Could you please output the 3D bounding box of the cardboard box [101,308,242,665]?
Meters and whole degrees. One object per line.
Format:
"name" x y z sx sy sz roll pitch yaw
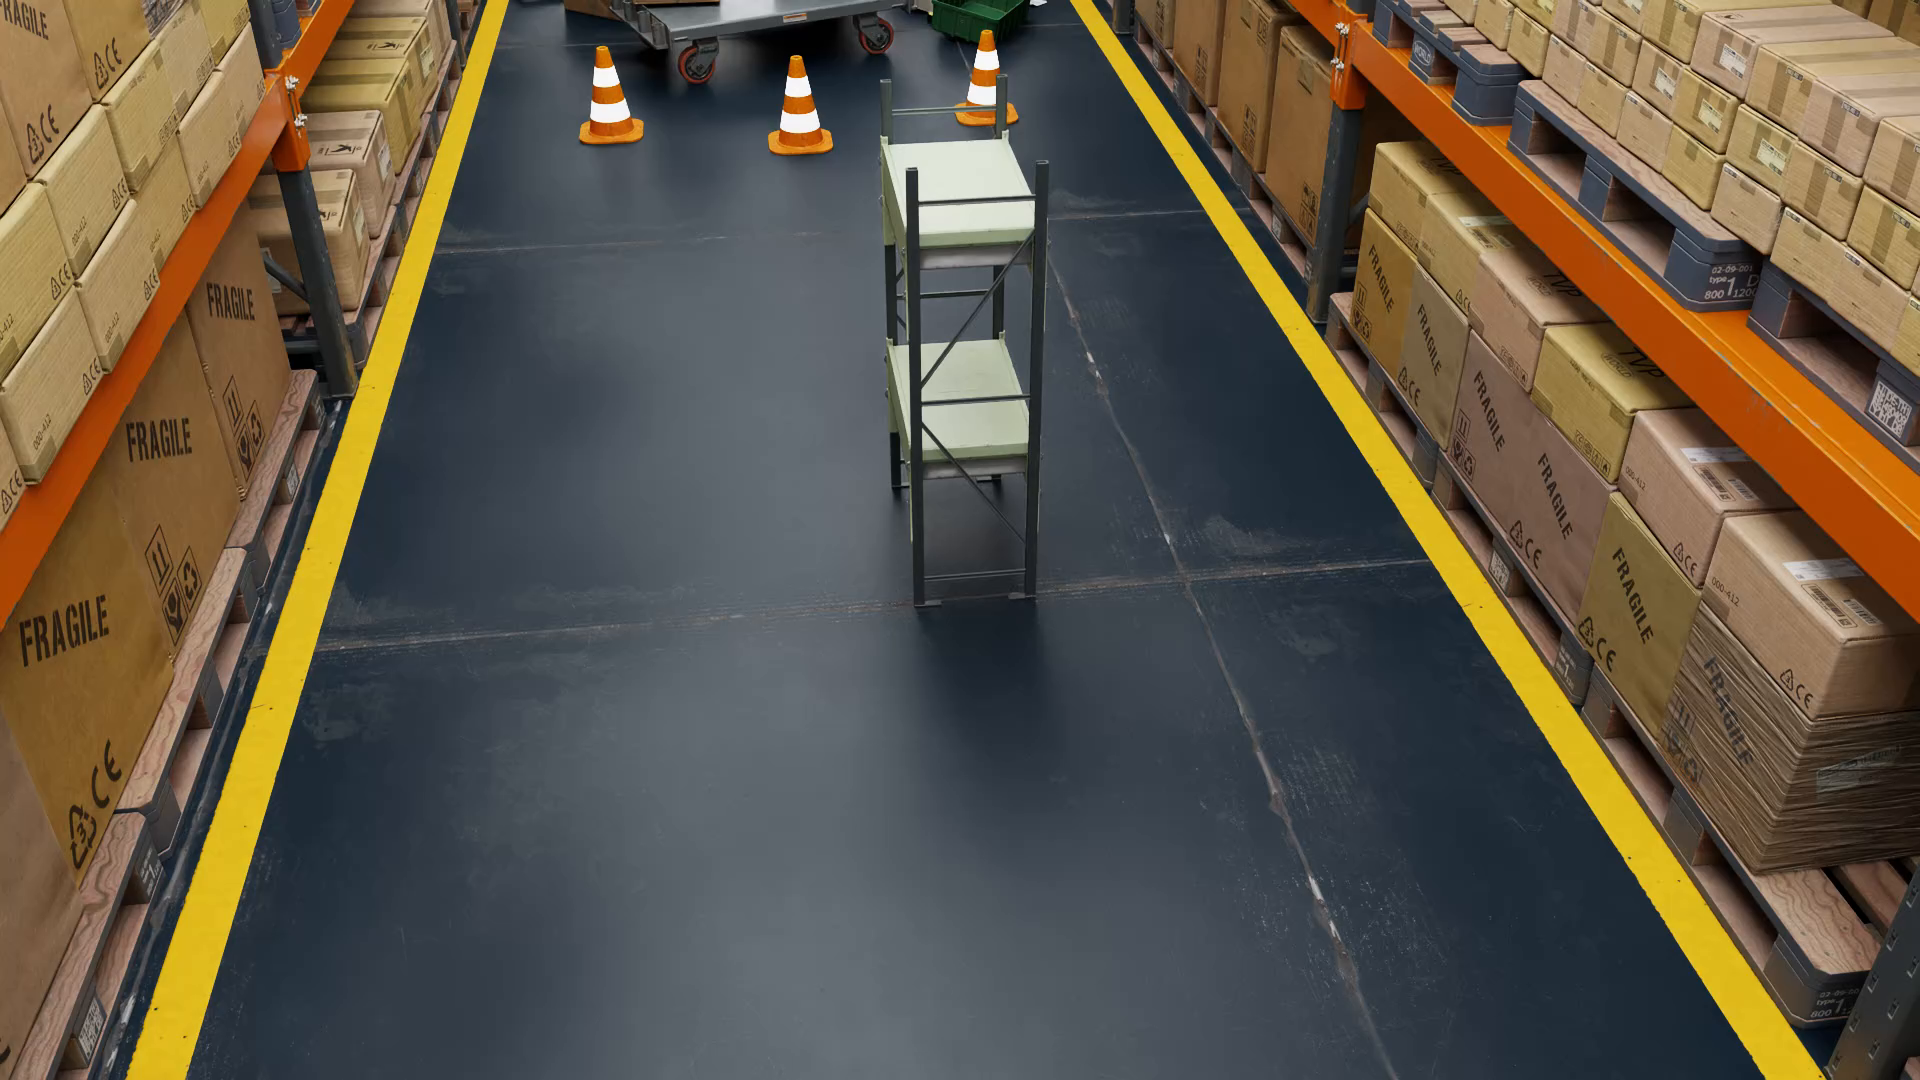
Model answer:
"cardboard box" -2.769 -0.199 4.892 0.875 0.875 0.875 -4 34 -6

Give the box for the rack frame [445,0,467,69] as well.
"rack frame" -3.433 -4.025 8.993 1.000 3.000 0.127 -4 35 -6

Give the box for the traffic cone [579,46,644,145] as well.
"traffic cone" -1.879 -2.391 8.847 0.336 0.463 0.334 -4 35 -6

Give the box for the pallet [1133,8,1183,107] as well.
"pallet" 1.637 -2.879 9.787 1.003 0.211 1.213 -4 35 -6

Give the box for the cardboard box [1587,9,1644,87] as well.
"cardboard box" 2.037 -1.413 4.746 0.380 0.149 0.250 -5 35 -7

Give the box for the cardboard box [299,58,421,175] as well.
"cardboard box" -3.165 -2.031 8.028 0.950 0.372 0.625 -3 34 -5

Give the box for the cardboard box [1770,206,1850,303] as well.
"cardboard box" 2.184 -0.692 3.953 0.380 0.149 0.250 -6 35 -9

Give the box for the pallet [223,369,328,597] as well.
"pallet" -2.864 -0.195 5.848 1.003 0.211 1.213 -4 35 -6

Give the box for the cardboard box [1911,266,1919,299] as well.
"cardboard box" 2.248 -0.539 3.463 0.380 0.149 0.250 -4 34 -6

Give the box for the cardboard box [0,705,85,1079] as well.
"cardboard box" -2.520 0.804 3.421 0.875 0.875 0.875 -3 34 -5

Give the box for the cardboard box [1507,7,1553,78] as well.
"cardboard box" 1.967 -1.578 5.252 0.380 0.149 0.250 -3 34 -4

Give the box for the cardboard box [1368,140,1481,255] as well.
"cardboard box" 1.849 -1.271 6.133 0.500 0.250 0.500 -6 35 -9

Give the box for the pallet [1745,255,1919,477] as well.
"pallet" 2.576 -0.350 3.771 1.003 0.211 1.213 -4 35 -6

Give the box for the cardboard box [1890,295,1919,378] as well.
"cardboard box" 2.249 -0.413 3.543 0.380 0.149 0.250 -4 34 -6

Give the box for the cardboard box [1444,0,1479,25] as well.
"cardboard box" 1.892 -1.879 5.694 0.380 0.149 0.250 -3 34 -4

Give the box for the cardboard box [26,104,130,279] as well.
"cardboard box" -2.346 -0.827 3.989 0.500 0.250 0.500 -5 35 -8

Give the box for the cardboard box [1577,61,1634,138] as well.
"cardboard box" 2.037 -1.289 4.828 0.380 0.149 0.250 -4 34 -6

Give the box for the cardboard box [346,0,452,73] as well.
"cardboard box" -3.360 -2.820 9.185 0.950 0.372 0.625 -4 34 -6

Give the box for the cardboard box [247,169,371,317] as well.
"cardboard box" -2.961 -1.197 6.803 0.950 0.372 0.625 -7 35 -10

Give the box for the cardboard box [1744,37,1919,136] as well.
"cardboard box" 2.152 -1.095 4.015 0.380 0.149 0.250 -5 35 -8

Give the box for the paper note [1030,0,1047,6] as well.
"paper note" 0.471 -3.536 10.911 0.142 0.020 0.147 27 43 34

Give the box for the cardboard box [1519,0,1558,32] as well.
"cardboard box" 1.974 -1.691 5.154 0.380 0.149 0.250 -4 35 -6

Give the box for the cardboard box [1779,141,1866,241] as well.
"cardboard box" 2.177 -0.830 3.890 0.380 0.149 0.250 -5 35 -8

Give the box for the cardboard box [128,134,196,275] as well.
"cardboard box" -2.434 -0.902 4.543 0.500 0.250 0.500 -5 35 -7

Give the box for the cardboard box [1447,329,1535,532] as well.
"cardboard box" 1.983 -0.384 5.497 0.500 0.500 0.500 -5 35 -8

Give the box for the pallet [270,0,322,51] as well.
"pallet" -3.097 -2.103 6.343 1.213 0.211 1.003 -4 35 -6

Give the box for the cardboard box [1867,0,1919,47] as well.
"cardboard box" 2.722 -1.434 4.512 0.380 0.149 0.250 -3 34 -5

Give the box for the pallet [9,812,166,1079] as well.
"pallet" -2.536 1.167 3.850 1.003 0.211 1.213 -4 35 -6

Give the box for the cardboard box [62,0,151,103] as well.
"cardboard box" -2.429 -1.415 4.187 0.500 0.500 0.500 -4 35 -6

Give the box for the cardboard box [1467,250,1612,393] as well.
"cardboard box" 1.971 -0.711 5.311 0.500 0.250 0.500 -4 34 -6

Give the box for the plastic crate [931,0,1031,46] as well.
"plastic crate" 0.137 -3.316 10.398 0.450 0.188 0.662 21 39 12

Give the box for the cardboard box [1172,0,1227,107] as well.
"cardboard box" 1.757 -2.822 8.852 1.050 0.750 0.750 -4 35 -6

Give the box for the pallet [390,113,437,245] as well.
"pallet" -3.160 -1.756 8.139 1.003 0.211 1.213 -4 35 -6

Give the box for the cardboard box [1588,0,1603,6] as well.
"cardboard box" 2.007 -1.681 4.876 0.380 0.149 0.250 -3 34 -4

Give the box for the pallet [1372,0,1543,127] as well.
"pallet" 2.198 -1.755 5.832 1.213 0.211 1.003 -4 35 -6

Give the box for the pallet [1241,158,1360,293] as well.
"pallet" 1.965 -1.517 7.789 1.003 0.211 1.213 -4 35 -6

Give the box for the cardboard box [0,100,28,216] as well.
"cardboard box" -2.292 -0.844 3.349 0.500 0.500 0.500 -5 35 -8

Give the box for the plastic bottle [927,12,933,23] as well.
"plastic bottle" -0.074 -3.282 10.511 0.133 0.061 0.283 -24 41 -30

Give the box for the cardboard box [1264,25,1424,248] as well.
"cardboard box" 2.004 -1.815 7.374 1.050 0.750 0.750 -5 35 -7

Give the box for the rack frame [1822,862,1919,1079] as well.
"rack frame" 2.534 0.008 3.075 1.000 3.000 0.127 -4 35 -6

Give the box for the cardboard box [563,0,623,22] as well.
"cardboard box" -2.229 -3.694 10.724 0.500 0.500 0.500 20 39 26

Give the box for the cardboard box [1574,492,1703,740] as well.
"cardboard box" 2.116 0.187 4.658 0.500 0.500 0.500 -5 35 -8

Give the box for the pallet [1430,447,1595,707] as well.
"pallet" 2.261 0.044 5.498 1.003 0.211 1.213 -4 35 -6

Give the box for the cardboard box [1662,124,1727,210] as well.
"cardboard box" 2.106 -0.995 4.397 0.380 0.149 0.250 -3 34 -4

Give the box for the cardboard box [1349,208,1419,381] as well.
"cardboard box" 1.839 -0.951 6.328 0.500 0.500 0.500 -6 35 -8

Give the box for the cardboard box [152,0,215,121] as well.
"cardboard box" -2.506 -1.401 4.831 0.500 0.250 0.500 -5 35 -8

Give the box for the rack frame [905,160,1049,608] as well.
"rack frame" 0.048 -0.419 5.033 0.400 1.500 0.023 -4 35 -6

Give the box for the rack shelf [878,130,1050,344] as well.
"rack shelf" -0.001 -0.946 5.113 0.431 0.370 0.720 -4 35 -6

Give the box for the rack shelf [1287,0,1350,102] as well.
"rack shelf" 1.727 -3.043 8.190 1.077 0.370 4.000 -4 35 -6

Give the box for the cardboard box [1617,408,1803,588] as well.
"cardboard box" 2.128 -0.127 4.453 0.500 0.250 0.500 -3 34 -4

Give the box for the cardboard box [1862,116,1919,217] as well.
"cardboard box" 2.217 -0.811 3.598 0.380 0.149 0.250 -5 35 -8

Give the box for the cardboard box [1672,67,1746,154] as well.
"cardboard box" 2.104 -1.127 4.326 0.380 0.149 0.250 -4 35 -6

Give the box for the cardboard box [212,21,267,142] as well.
"cardboard box" -2.570 -1.468 5.374 0.500 0.250 0.500 -6 35 -8

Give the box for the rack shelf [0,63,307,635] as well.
"rack shelf" -2.626 -0.379 4.282 1.077 0.370 4.000 -4 35 -6

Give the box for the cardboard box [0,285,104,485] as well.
"cardboard box" -2.279 -0.340 3.719 0.500 0.250 0.500 -5 35 -7

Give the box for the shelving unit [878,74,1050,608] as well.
"shelving unit" -0.001 -0.623 5.333 0.431 1.500 0.755 -4 35 -6

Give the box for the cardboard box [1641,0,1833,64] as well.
"cardboard box" 2.075 -1.394 4.454 0.380 0.149 0.250 -5 35 -7

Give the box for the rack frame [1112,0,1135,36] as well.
"rack frame" 1.458 -4.456 9.625 1.000 3.000 0.127 -4 35 -6
